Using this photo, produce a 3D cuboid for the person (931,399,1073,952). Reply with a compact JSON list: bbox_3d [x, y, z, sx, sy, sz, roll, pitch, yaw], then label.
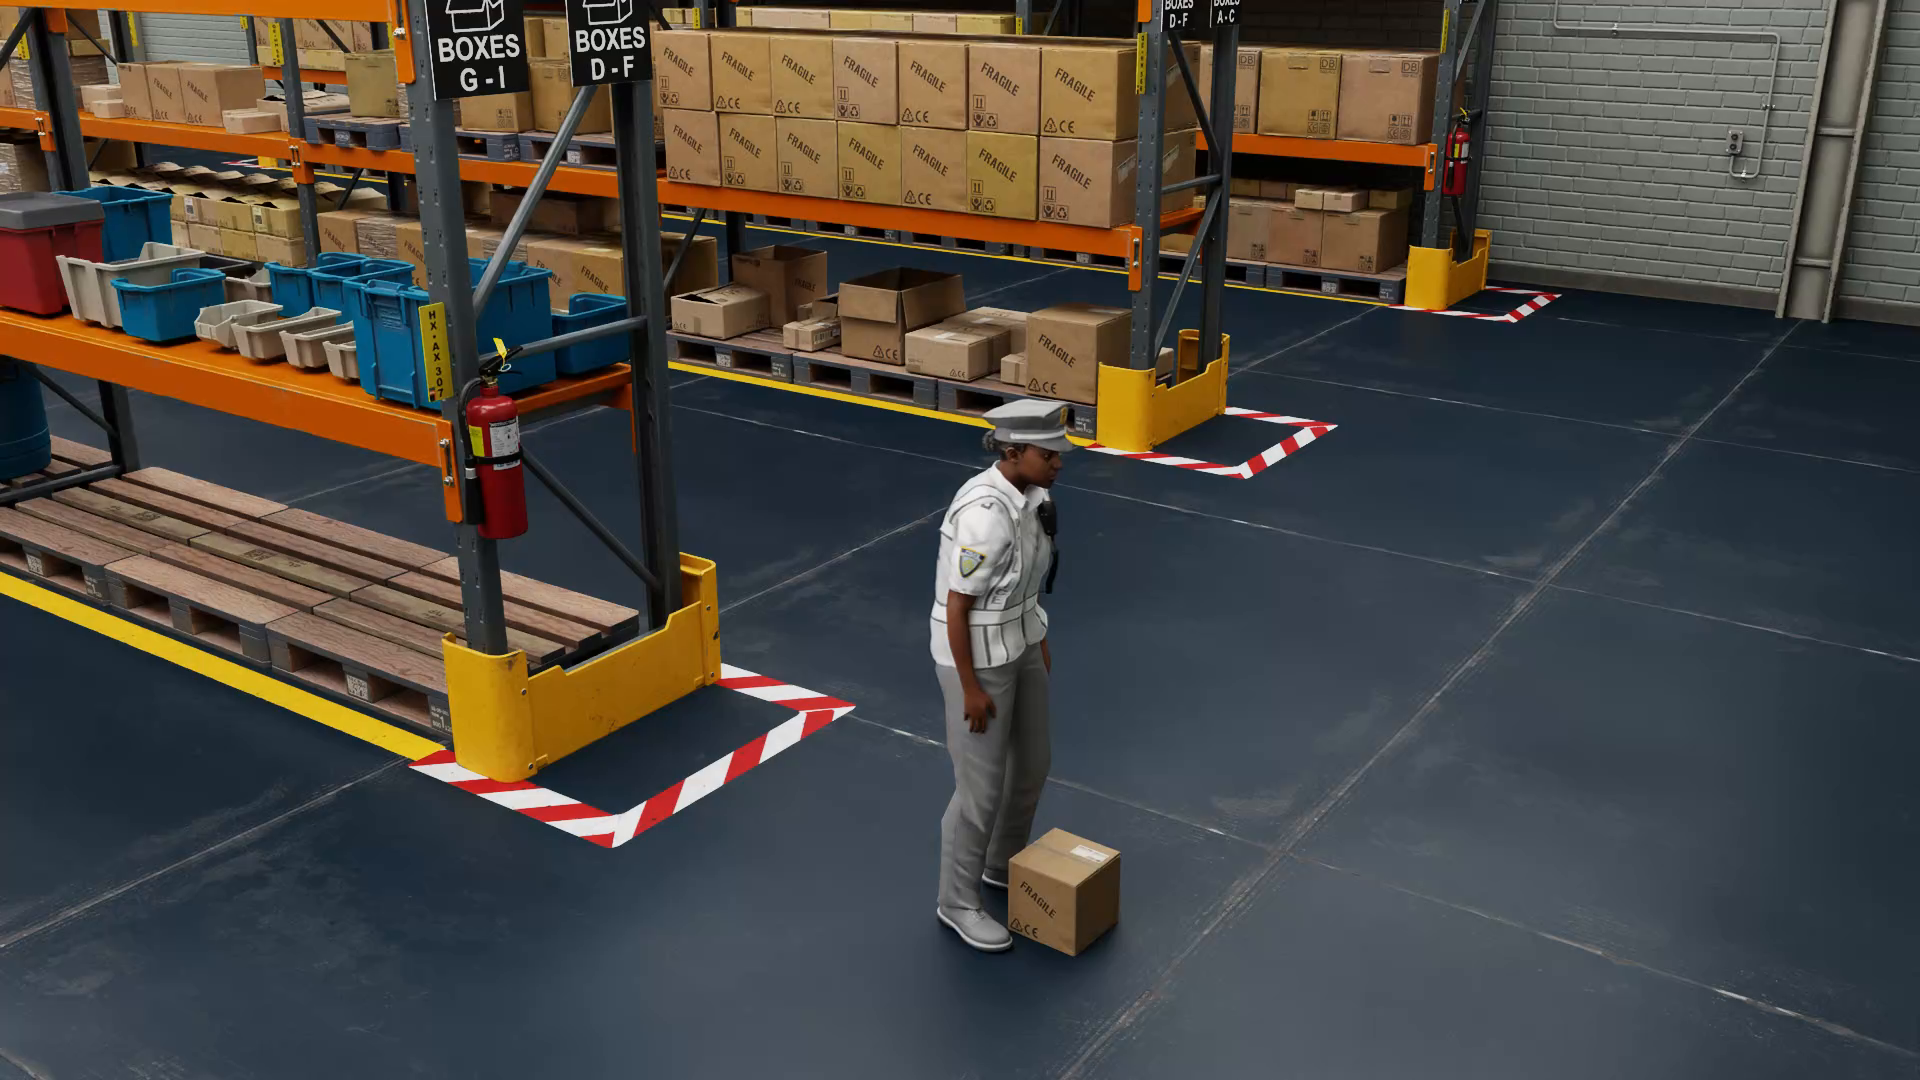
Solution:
[{"bbox_3d":[0.122,0.379,5.027,0.397,1.661,0.531,11,23,29],"label":"person"}]
